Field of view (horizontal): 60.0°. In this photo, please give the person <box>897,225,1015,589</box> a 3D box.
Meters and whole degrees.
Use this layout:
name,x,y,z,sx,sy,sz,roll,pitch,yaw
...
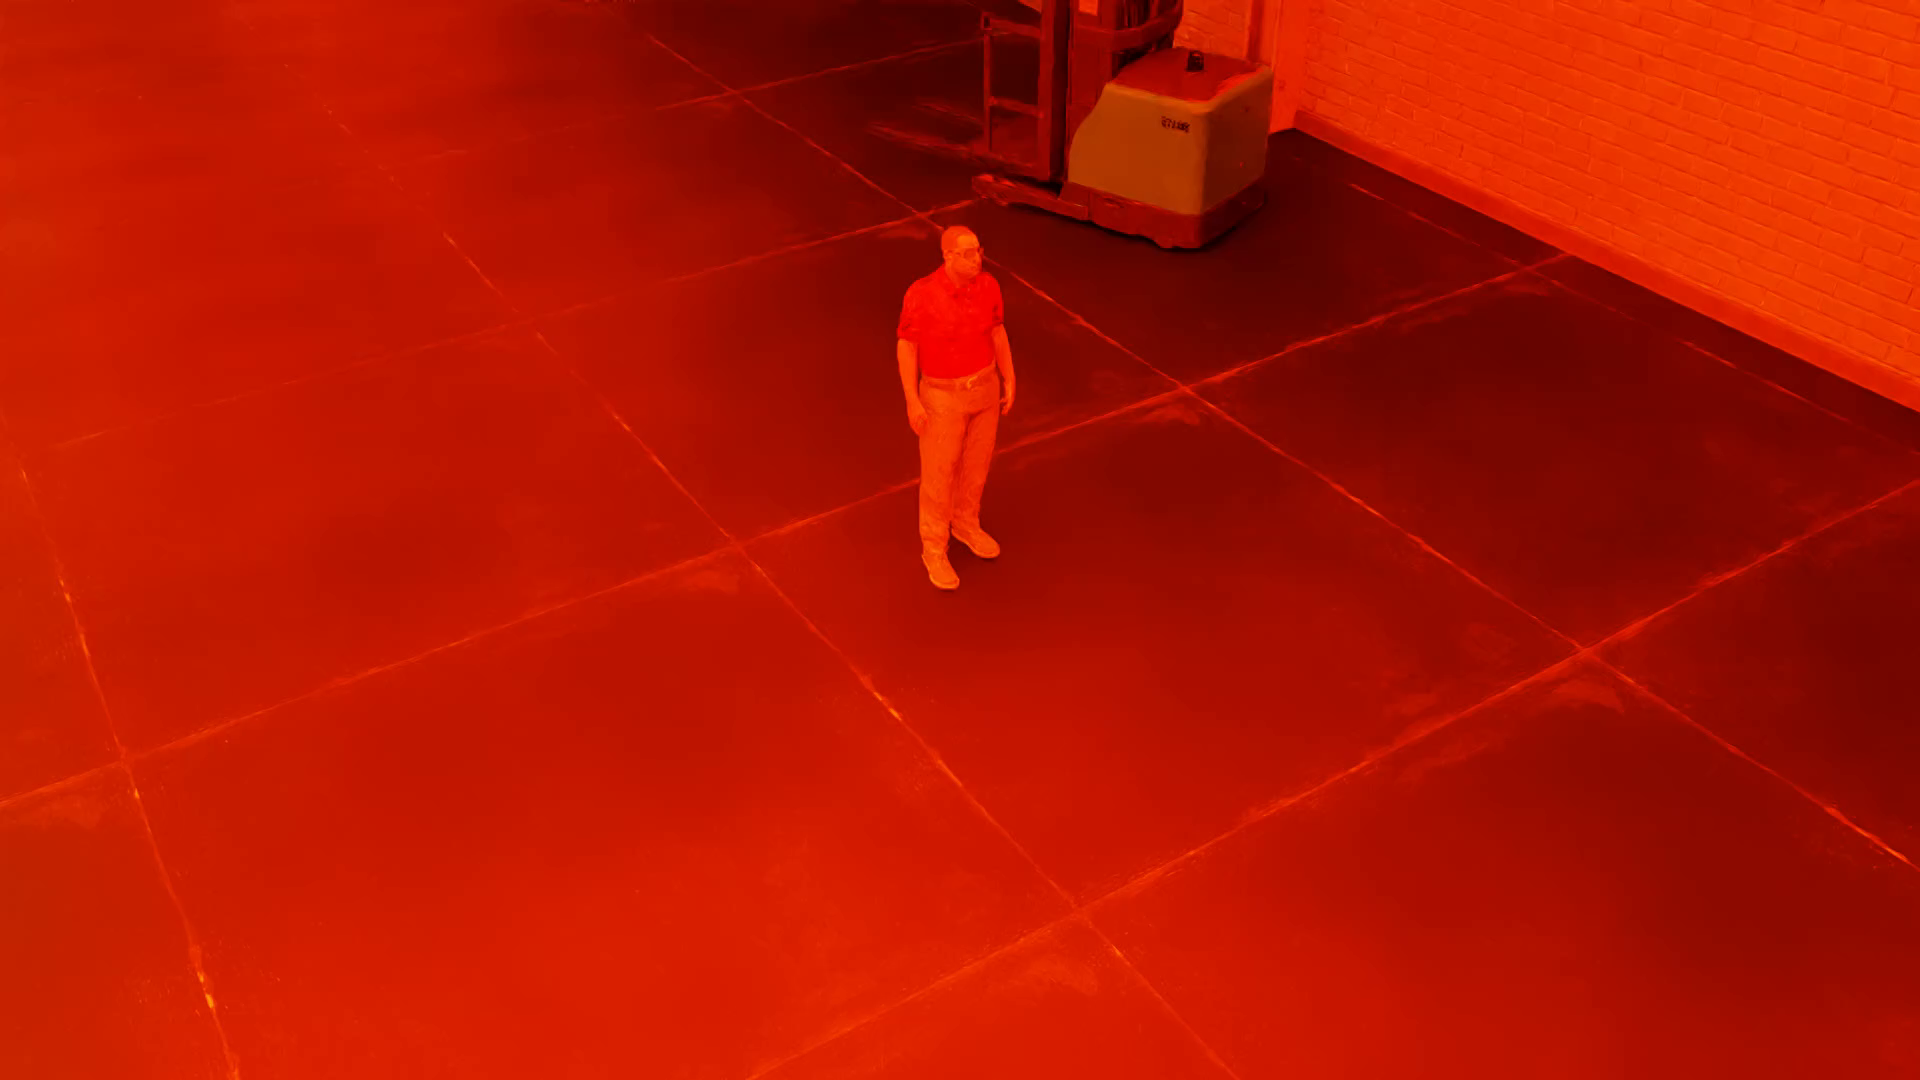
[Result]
name,x,y,z,sx,sy,sz,roll,pitch,yaw
person,0.039,-0.666,8.129,0.640,1.727,0.550,-21,40,-27

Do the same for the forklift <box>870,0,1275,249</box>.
name,x,y,z,sx,sy,sz,roll,pitch,yaw
forklift,0.708,-3.880,11.670,3.031,2.935,1.130,23,41,29
